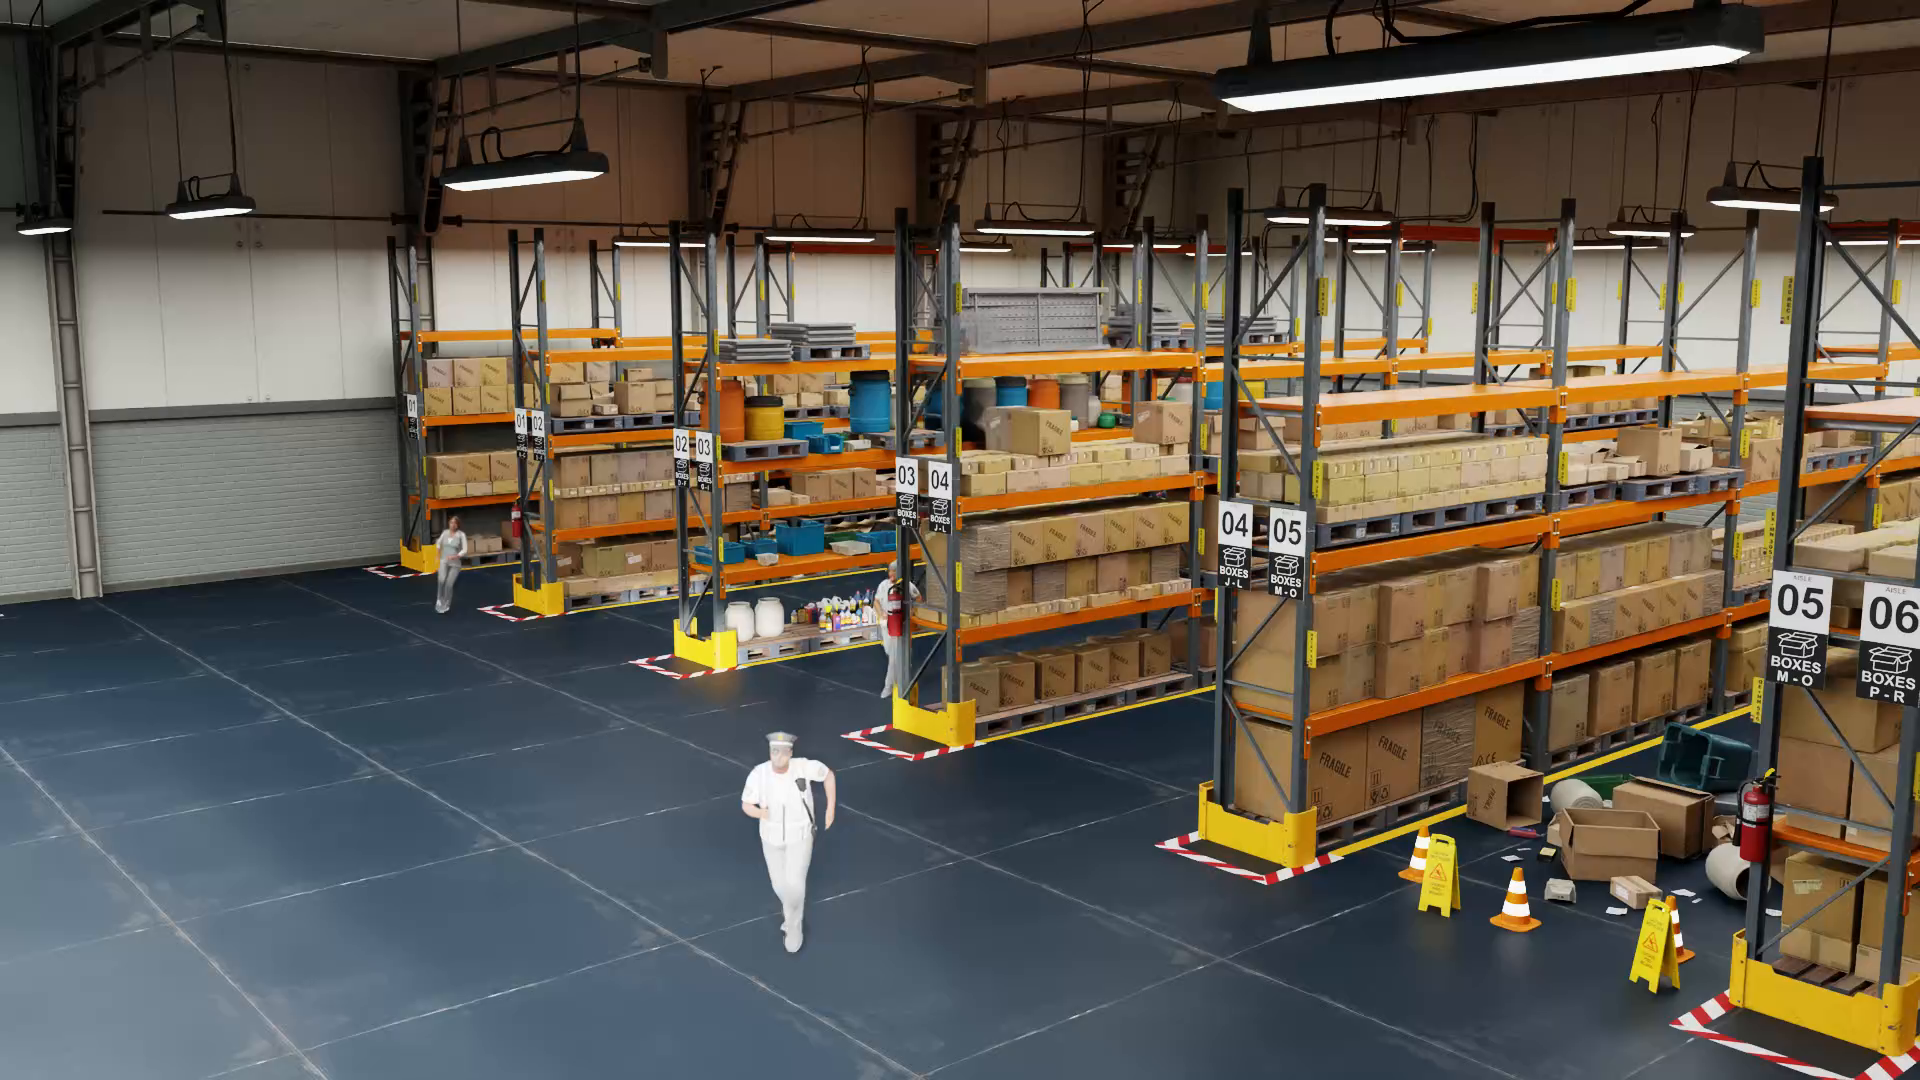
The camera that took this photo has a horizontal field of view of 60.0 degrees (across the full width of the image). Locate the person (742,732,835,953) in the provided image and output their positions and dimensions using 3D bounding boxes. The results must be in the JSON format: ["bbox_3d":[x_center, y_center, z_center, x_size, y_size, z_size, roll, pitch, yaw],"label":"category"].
[{"bbox_3d":[-1.338,2.324,12.966,0.692,1.782,0.835,0,9,3],"label":"person"}]

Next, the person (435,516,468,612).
[{"bbox_3d":[-8.000,0.393,26.114,0.539,1.532,0.575,-1,9,-4],"label":"person"}]

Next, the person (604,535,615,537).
[{"bbox_3d":[-6.201,-0.071,29.155,0.531,1.557,0.539,8,12,43],"label":"person"}]

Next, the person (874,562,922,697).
[{"bbox_3d":[-0.827,1.104,21.389,0.577,1.659,1.082,4,10,25],"label":"person"}]
